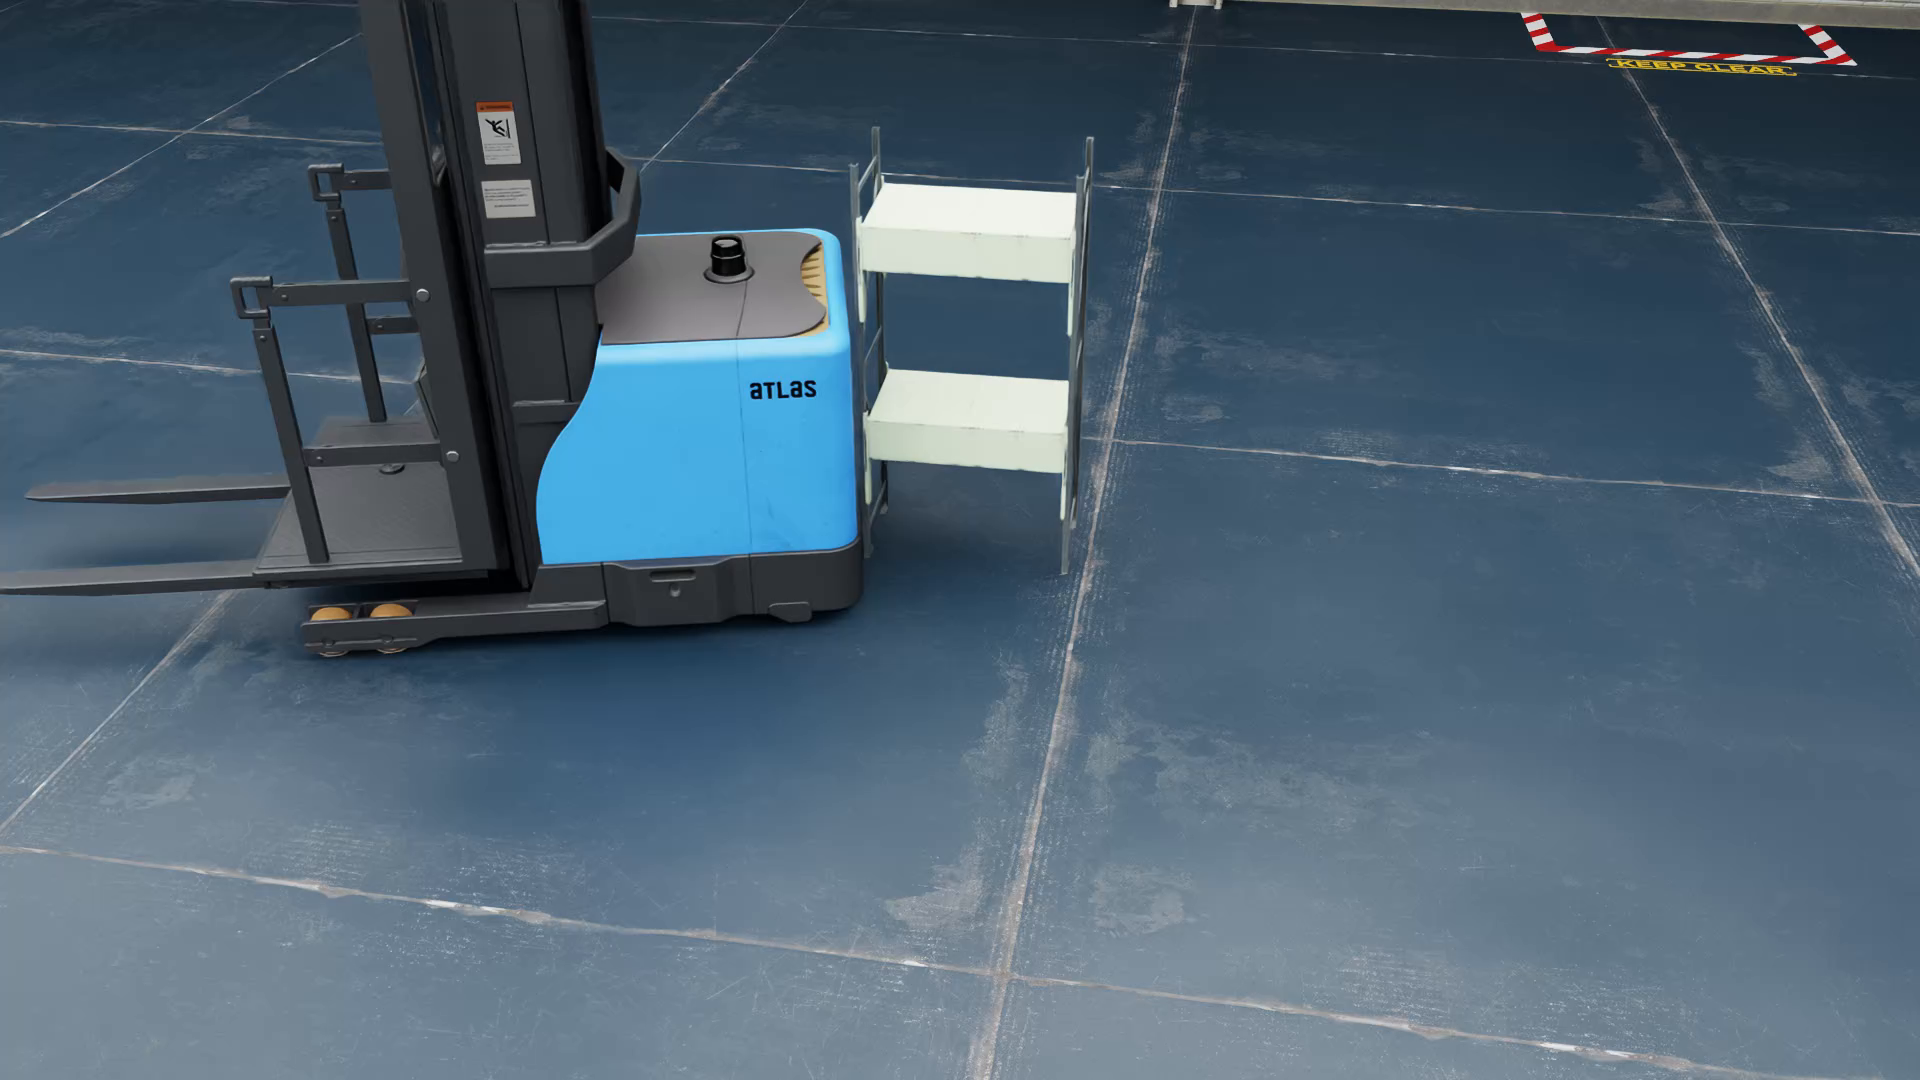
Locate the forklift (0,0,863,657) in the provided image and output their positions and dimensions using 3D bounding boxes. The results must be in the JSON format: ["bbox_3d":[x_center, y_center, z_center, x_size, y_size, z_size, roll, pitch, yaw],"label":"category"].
[{"bbox_3d":[-1.888,-1.143,5.314,3.031,2.935,1.130,-3,32,-5],"label":"forklift"}]

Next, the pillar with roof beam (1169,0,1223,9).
[{"bbox_3d":[1.112,-5.736,6.932,0.400,9.000,9.100,5,32,8],"label":"pillar with roof beam"}]

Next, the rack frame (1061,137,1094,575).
[{"bbox_3d":[0.409,-0.613,5.815,0.023,1.500,0.400,5,32,7],"label":"rack frame"}]

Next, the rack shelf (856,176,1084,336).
[{"bbox_3d":[0.047,-0.973,5.655,0.720,0.370,0.431,5,32,7],"label":"rack shelf"}]

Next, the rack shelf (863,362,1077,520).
[{"bbox_3d":[0.047,-0.365,6.035,0.720,0.370,0.431,5,32,7],"label":"rack shelf"}]

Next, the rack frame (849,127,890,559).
[{"bbox_3d":[-0.315,-0.671,5.908,0.023,1.500,0.400,5,32,7],"label":"rack frame"}]

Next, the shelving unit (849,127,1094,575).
[{"bbox_3d":[0.047,-0.642,5.862,0.755,1.500,0.431,5,32,7],"label":"shelving unit"}]
